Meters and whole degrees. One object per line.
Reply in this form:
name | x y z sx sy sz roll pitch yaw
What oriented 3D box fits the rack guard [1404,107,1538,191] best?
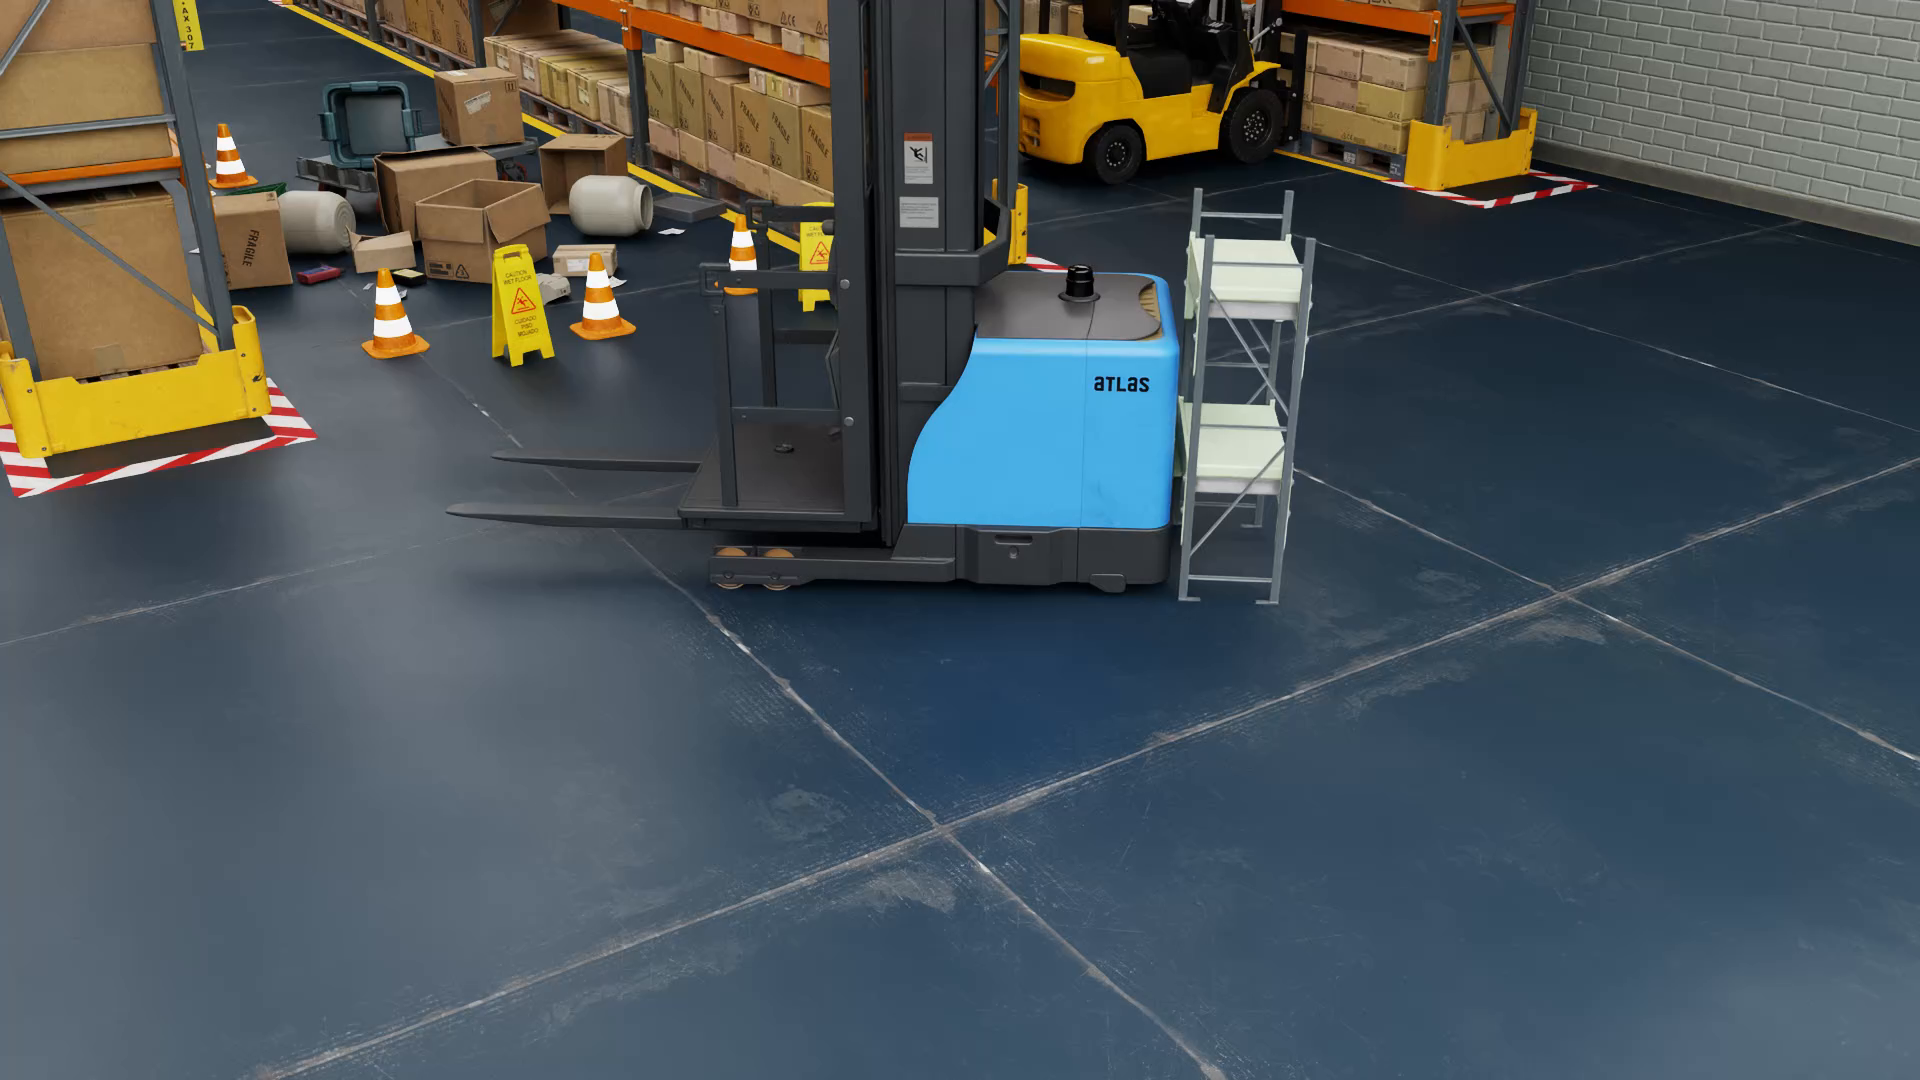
rack guard | 4.104 -3.156 13.351 1.175 0.500 0.348 -16 29 -30

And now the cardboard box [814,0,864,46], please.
cardboard box | -0.593 -3.447 10.572 0.500 0.500 0.500 -16 30 -30

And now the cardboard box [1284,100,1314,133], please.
cardboard box | 3.040 -3.697 14.297 0.500 0.250 0.500 -15 29 -29

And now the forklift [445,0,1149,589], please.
forklift | -0.629 -1.344 6.664 3.031 2.935 1.121 2 25 3

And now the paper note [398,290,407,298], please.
paper note | -3.569 -1.546 10.491 0.144 0.017 0.142 -6 26 -12

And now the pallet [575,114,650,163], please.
pallet | -2.676 -3.585 14.597 1.003 0.211 1.213 -16 29 -30

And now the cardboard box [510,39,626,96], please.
cardboard box | -3.724 -4.534 15.926 0.950 0.372 0.625 -16 30 -31

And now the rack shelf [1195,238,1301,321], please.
rack shelf | 1.121 -1.026 6.518 0.368 0.124 0.686 2 25 3

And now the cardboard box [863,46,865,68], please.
cardboard box | -0.449 -3.108 10.613 0.380 0.149 0.250 -14 29 -28

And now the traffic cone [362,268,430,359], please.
traffic cone | -3.258 -1.321 9.507 0.336 0.463 0.334 -16 29 -30

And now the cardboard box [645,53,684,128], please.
cardboard box | -2.154 -3.580 13.170 0.500 0.500 0.500 -14 29 -27

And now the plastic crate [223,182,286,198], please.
plastic crate | -5.149 -2.376 11.995 0.450 0.188 0.662 -10 25 2

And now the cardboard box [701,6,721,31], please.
cardboard box | -1.656 -3.807 12.095 0.380 0.149 0.250 -15 29 -29

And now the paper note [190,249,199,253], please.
paper note | -5.216 -2.006 11.464 0.142 0.020 0.147 7 26 15

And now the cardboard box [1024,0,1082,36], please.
cardboard box | 1.196 -5.305 17.265 0.875 0.625 0.625 -16 30 -30

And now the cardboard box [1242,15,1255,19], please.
cardboard box | 2.460 -4.518 14.865 0.500 0.250 0.500 -14 29 -28

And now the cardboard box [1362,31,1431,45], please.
cardboard box | 3.711 -4.088 13.953 0.500 0.250 0.500 -15 29 -29

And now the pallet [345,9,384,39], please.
pallet | -6.966 -6.459 20.684 1.003 0.211 1.213 -16 29 -30

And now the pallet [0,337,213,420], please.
pallet | -4.660 -0.954 9.024 1.003 0.211 1.213 -16 29 -30

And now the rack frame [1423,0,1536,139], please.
rack frame | 4.091 -4.295 12.835 1.000 3.000 0.127 -16 29 -30

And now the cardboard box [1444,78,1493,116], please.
cardboard box | 4.008 -3.684 13.684 0.500 0.250 0.500 -15 29 -29

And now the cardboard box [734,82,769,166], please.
cardboard box | -1.279 -3.017 11.977 0.500 0.500 0.500 -16 30 -31

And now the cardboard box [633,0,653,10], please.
cardboard box | -2.346 -4.267 13.069 0.380 0.149 0.250 -16 29 -30

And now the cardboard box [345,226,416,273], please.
cardboard box | -3.860 -1.956 11.083 0.396 0.266 0.258 -10 27 -21

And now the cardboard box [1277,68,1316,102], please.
cardboard box | 0.982 -5.520 17.399 0.979 0.399 8.696 -15 29 -29

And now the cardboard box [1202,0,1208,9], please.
cardboard box | 2.338 -4.994 15.872 0.500 0.250 0.500 -15 29 -29

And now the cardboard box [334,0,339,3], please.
cardboard box | -7.850 -7.353 21.822 0.875 0.438 0.875 -15 29 -28

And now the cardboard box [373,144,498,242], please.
cardboard box | -3.664 -2.441 11.671 0.797 0.637 0.503 -16 29 -30

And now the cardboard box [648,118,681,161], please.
cardboard box | -2.154 -3.240 13.330 0.500 0.250 0.500 -17 30 -32

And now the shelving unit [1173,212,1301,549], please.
shelving unit | 1.116 -0.587 6.731 0.431 1.308 0.731 2 25 3

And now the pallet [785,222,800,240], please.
pallet | -0.521 -2.202 11.668 1.003 0.211 1.213 -16 29 -30

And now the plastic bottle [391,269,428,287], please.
plastic bottle | -3.600 -1.709 10.798 0.283 0.061 0.133 18 31 33

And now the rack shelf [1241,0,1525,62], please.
rack shelf | 2.999 -4.685 14.504 1.077 0.370 4.000 -16 29 -30

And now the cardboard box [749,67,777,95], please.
cardboard box | -1.256 -3.243 11.696 0.380 0.149 0.250 -14 29 -27

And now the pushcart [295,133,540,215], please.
pushcart | -4.133 -2.833 12.809 0.936 0.377 1.648 18 31 33

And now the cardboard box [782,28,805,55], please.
cardboard box | -0.969 -3.354 11.135 0.380 0.149 0.250 -15 29 -29

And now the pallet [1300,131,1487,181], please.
pallet | 3.638 -3.298 13.989 1.003 0.211 1.213 -16 29 -30

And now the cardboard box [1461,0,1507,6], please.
cardboard box | 4.053 -4.582 13.326 0.500 0.500 0.500 -14 29 -28

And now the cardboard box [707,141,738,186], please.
cardboard box | -1.561 -2.863 12.530 0.500 0.250 0.500 -16 30 -30

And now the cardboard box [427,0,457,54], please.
cardboard box | -5.224 -5.814 18.049 0.875 0.875 0.875 -15 29 -29

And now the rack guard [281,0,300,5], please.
rack guard | -8.814 -7.738 23.056 1.175 0.500 0.348 -16 29 -30

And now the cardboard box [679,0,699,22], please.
cardboard box | -1.889 -4.004 12.513 0.380 0.149 0.250 -15 29 -28

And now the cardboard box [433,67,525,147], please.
cardboard box | -3.725 -3.354 12.883 0.500 0.500 0.500 -16 29 -30

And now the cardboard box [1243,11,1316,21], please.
cardboard box | 2.892 -4.632 15.106 0.500 0.250 0.500 -15 29 -29

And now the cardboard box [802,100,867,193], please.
cardboard box | -0.722 -2.649 11.197 0.500 0.500 0.500 -15 29 -29

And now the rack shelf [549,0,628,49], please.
rack shelf | -3.341 -4.958 15.082 1.077 0.370 4.000 -16 29 -30

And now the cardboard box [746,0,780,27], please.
cardboard box | -1.133 -3.807 11.335 0.500 0.500 0.500 -16 29 -30

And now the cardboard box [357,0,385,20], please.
cardboard box | -14.379 -2.508 10.490 25.399 1.350 10.438 -16 30 -30

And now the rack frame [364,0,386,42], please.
rack frame | -6.617 -7.429 19.474 1.000 3.000 0.127 -16 29 -30

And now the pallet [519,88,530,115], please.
pallet | -4.008 -4.458 16.446 1.003 0.211 1.213 -16 29 -30

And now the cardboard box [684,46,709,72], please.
cardboard box | -1.854 -3.631 12.518 0.380 0.149 0.250 -14 29 -28
